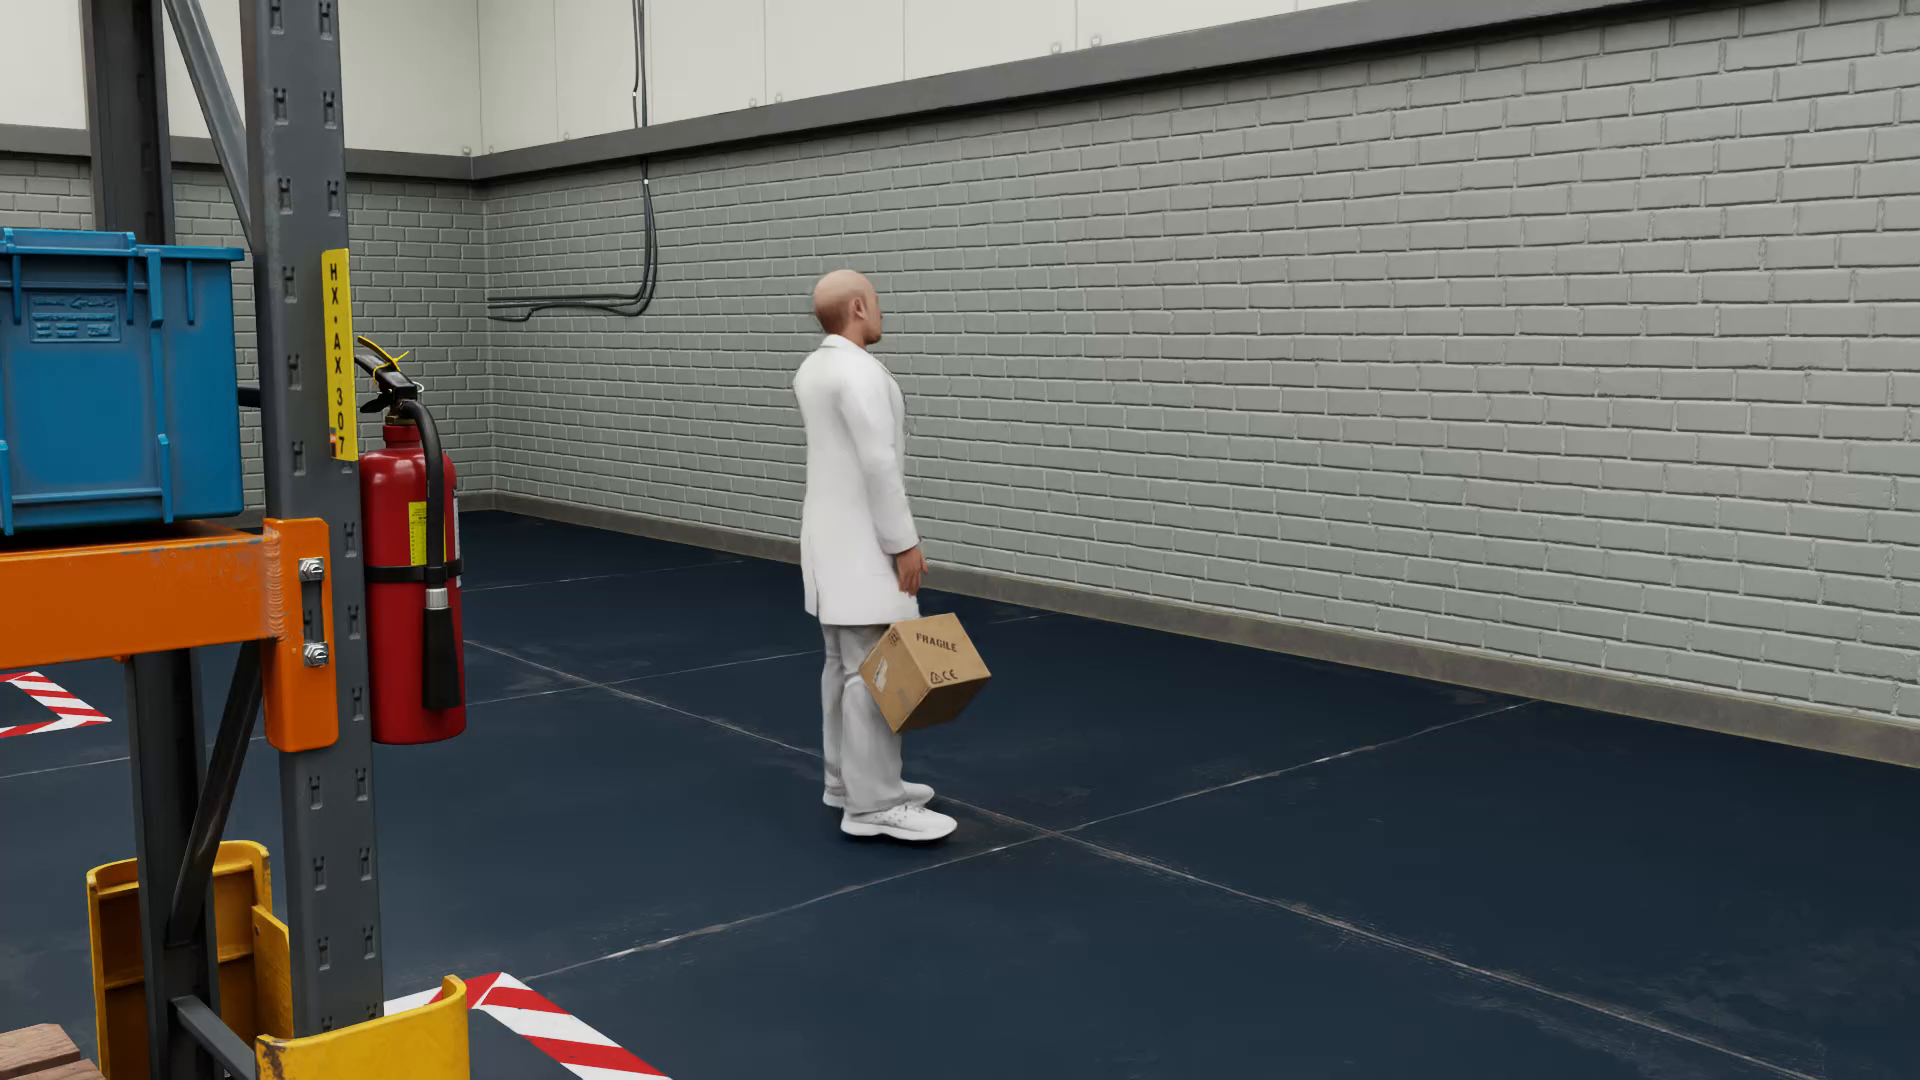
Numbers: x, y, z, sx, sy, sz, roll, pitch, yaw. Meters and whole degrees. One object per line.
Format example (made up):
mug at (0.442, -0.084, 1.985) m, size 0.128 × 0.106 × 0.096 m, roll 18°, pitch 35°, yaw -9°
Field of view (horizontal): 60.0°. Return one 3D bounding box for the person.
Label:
person at (-0.270, 0.035, 5.366) m, size 0.439 × 1.794 × 0.604 m, roll -3°, pitch 8°, yaw -24°
